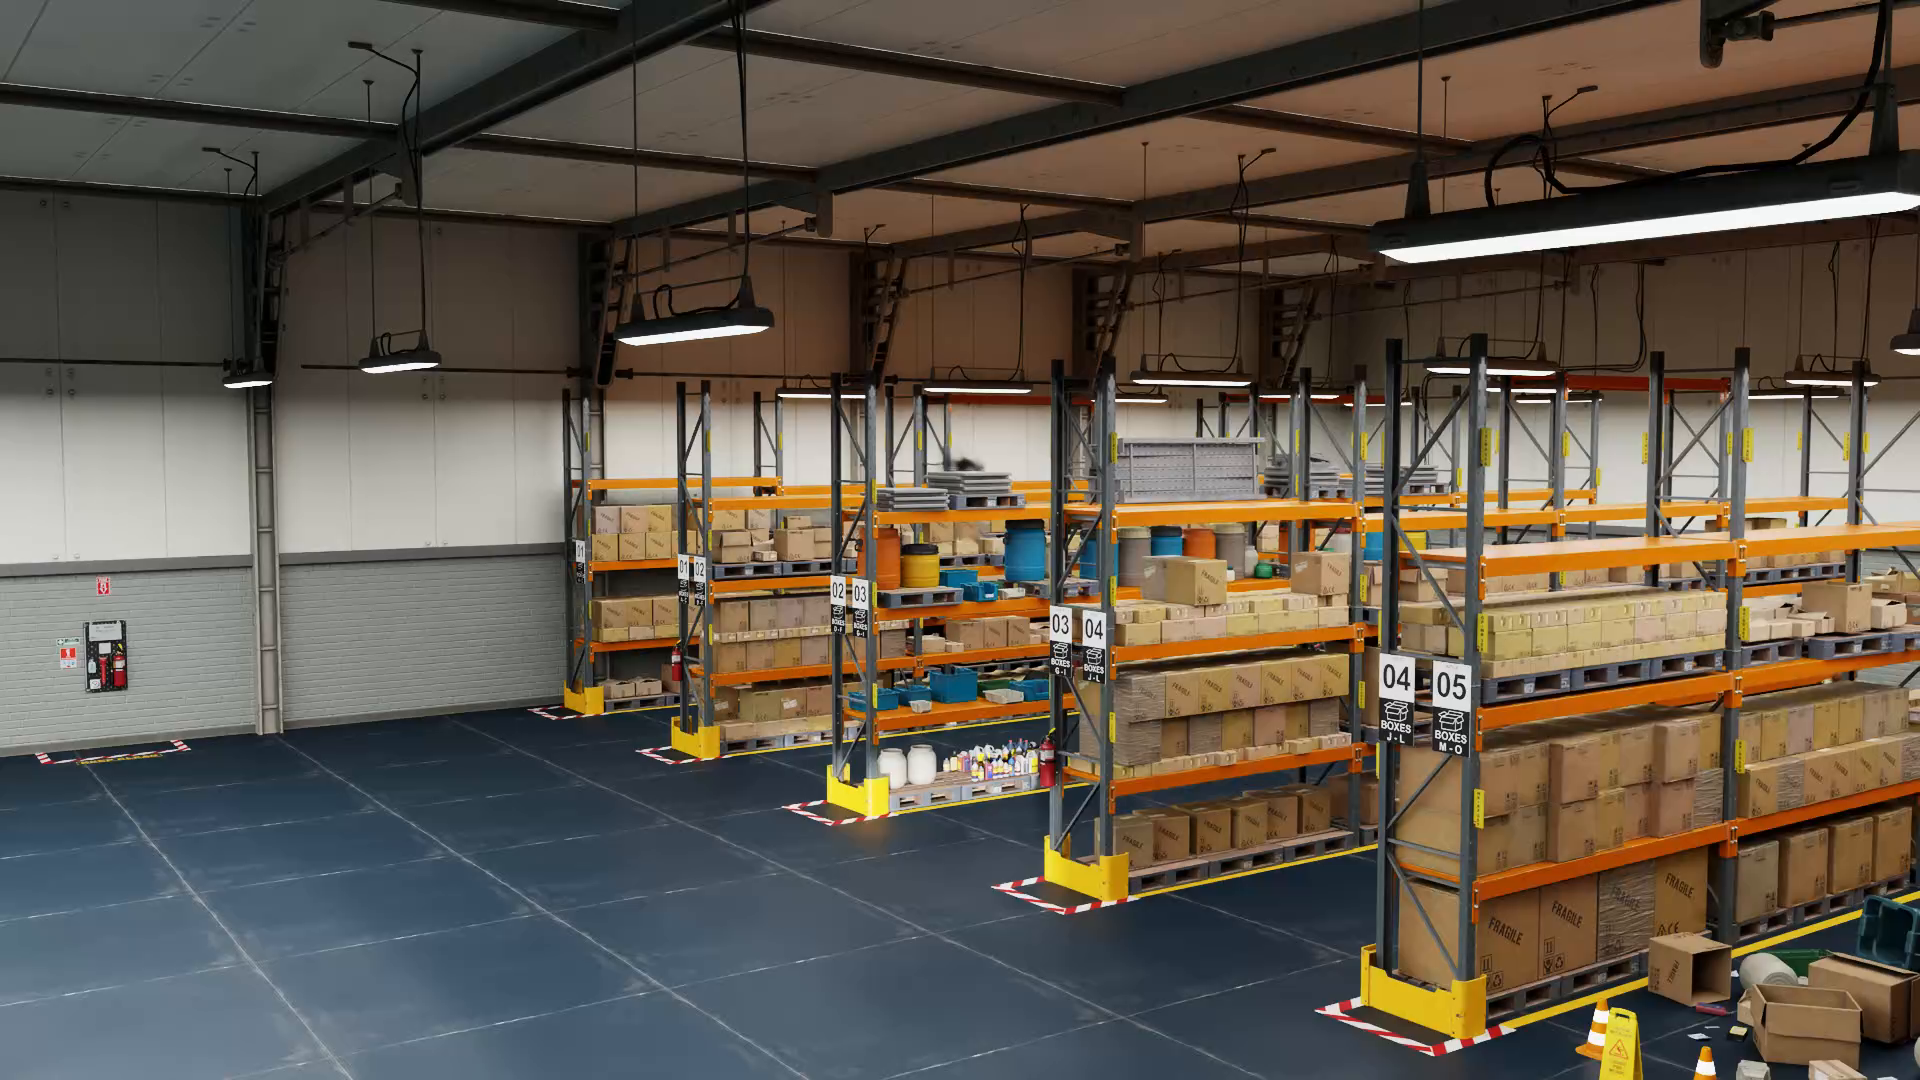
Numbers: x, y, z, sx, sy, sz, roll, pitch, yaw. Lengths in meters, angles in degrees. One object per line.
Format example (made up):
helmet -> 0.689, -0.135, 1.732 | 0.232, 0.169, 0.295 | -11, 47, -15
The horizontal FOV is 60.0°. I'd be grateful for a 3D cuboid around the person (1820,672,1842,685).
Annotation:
person -> 13.042, 2.690, 24.795 | 0.629, 1.754, 0.675 | -2, 4, -33
